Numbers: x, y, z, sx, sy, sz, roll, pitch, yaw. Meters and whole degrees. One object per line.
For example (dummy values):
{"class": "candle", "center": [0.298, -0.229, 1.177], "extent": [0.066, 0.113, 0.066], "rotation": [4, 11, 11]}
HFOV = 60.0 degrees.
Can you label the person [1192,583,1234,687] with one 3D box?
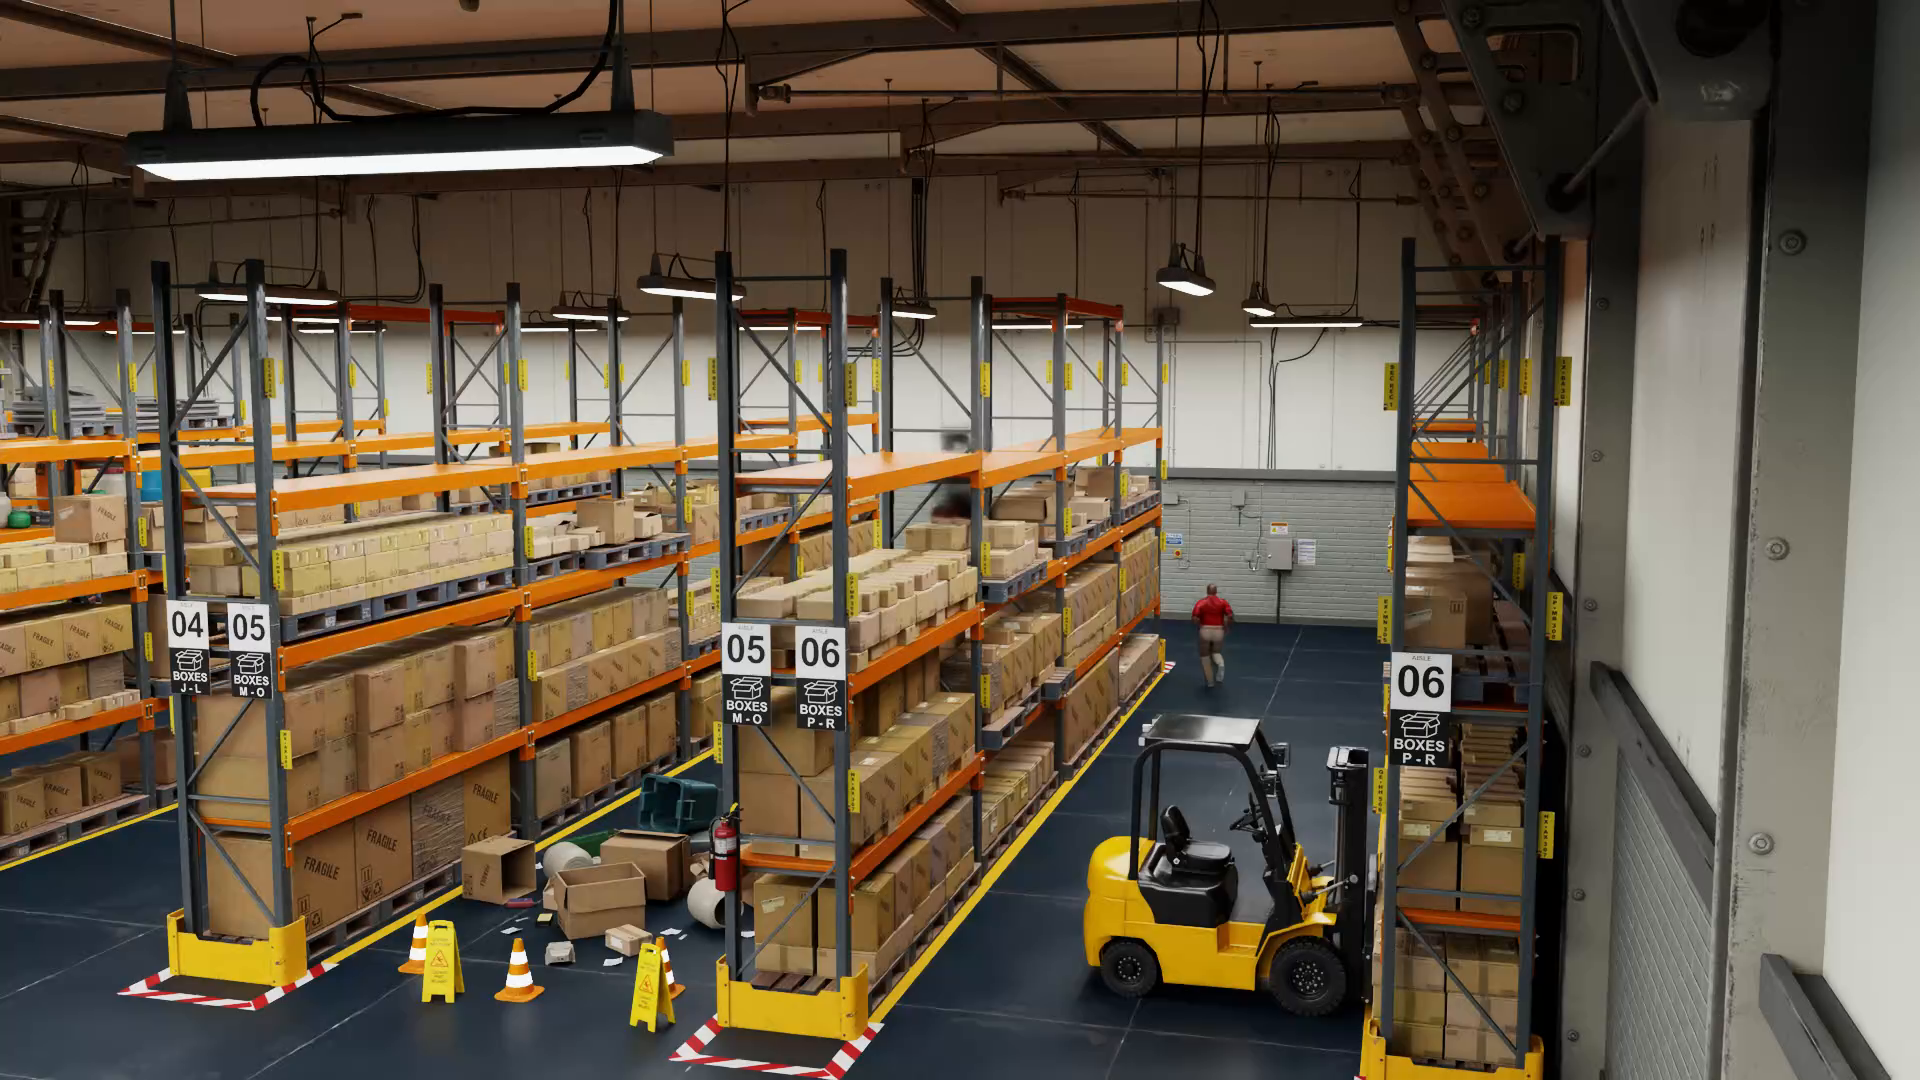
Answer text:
{"class": "person", "center": [4.025, 1.519, 26.628], "extent": [0.663, 1.676, 0.600], "rotation": [0, 6, -1]}
